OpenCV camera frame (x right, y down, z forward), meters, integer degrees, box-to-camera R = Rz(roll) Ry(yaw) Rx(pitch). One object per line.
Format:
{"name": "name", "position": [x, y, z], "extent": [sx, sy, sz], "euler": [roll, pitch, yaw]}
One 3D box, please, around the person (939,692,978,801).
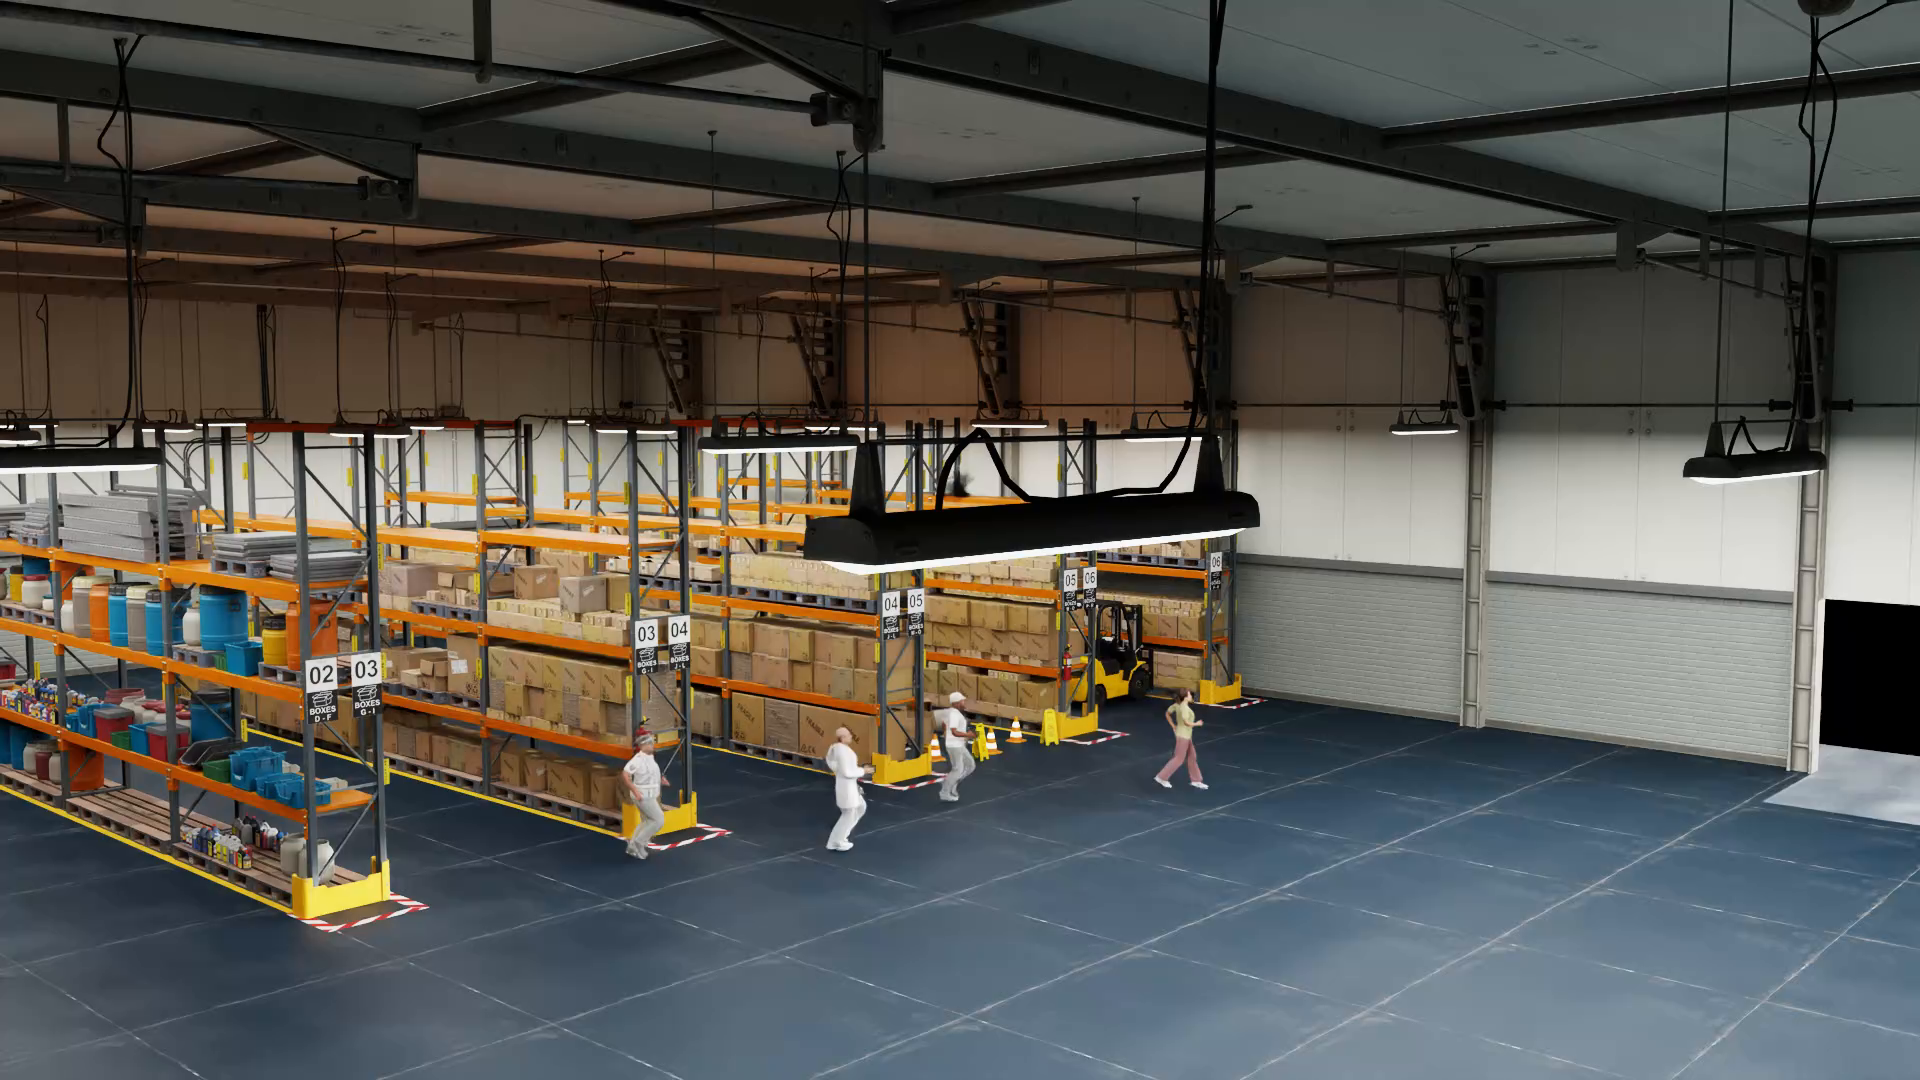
{"name": "person", "position": [-0.011, 3.296, 26.673], "extent": [0.627, 1.709, 0.705], "euler": [0, 5, 5]}

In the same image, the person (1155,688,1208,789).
{"name": "person", "position": [3.642, 3.259, 27.201], "extent": [0.917, 1.683, 0.566], "euler": [0, 5, -5]}

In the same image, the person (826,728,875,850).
{"name": "person", "position": [-1.560, 3.529, 23.582], "extent": [0.686, 1.771, 0.692], "euler": [-1, 5, -8]}

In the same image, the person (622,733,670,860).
{"name": "person", "position": [-4.364, 3.564, 23.210], "extent": [0.628, 1.759, 0.653], "euler": [0, 5, 5]}
